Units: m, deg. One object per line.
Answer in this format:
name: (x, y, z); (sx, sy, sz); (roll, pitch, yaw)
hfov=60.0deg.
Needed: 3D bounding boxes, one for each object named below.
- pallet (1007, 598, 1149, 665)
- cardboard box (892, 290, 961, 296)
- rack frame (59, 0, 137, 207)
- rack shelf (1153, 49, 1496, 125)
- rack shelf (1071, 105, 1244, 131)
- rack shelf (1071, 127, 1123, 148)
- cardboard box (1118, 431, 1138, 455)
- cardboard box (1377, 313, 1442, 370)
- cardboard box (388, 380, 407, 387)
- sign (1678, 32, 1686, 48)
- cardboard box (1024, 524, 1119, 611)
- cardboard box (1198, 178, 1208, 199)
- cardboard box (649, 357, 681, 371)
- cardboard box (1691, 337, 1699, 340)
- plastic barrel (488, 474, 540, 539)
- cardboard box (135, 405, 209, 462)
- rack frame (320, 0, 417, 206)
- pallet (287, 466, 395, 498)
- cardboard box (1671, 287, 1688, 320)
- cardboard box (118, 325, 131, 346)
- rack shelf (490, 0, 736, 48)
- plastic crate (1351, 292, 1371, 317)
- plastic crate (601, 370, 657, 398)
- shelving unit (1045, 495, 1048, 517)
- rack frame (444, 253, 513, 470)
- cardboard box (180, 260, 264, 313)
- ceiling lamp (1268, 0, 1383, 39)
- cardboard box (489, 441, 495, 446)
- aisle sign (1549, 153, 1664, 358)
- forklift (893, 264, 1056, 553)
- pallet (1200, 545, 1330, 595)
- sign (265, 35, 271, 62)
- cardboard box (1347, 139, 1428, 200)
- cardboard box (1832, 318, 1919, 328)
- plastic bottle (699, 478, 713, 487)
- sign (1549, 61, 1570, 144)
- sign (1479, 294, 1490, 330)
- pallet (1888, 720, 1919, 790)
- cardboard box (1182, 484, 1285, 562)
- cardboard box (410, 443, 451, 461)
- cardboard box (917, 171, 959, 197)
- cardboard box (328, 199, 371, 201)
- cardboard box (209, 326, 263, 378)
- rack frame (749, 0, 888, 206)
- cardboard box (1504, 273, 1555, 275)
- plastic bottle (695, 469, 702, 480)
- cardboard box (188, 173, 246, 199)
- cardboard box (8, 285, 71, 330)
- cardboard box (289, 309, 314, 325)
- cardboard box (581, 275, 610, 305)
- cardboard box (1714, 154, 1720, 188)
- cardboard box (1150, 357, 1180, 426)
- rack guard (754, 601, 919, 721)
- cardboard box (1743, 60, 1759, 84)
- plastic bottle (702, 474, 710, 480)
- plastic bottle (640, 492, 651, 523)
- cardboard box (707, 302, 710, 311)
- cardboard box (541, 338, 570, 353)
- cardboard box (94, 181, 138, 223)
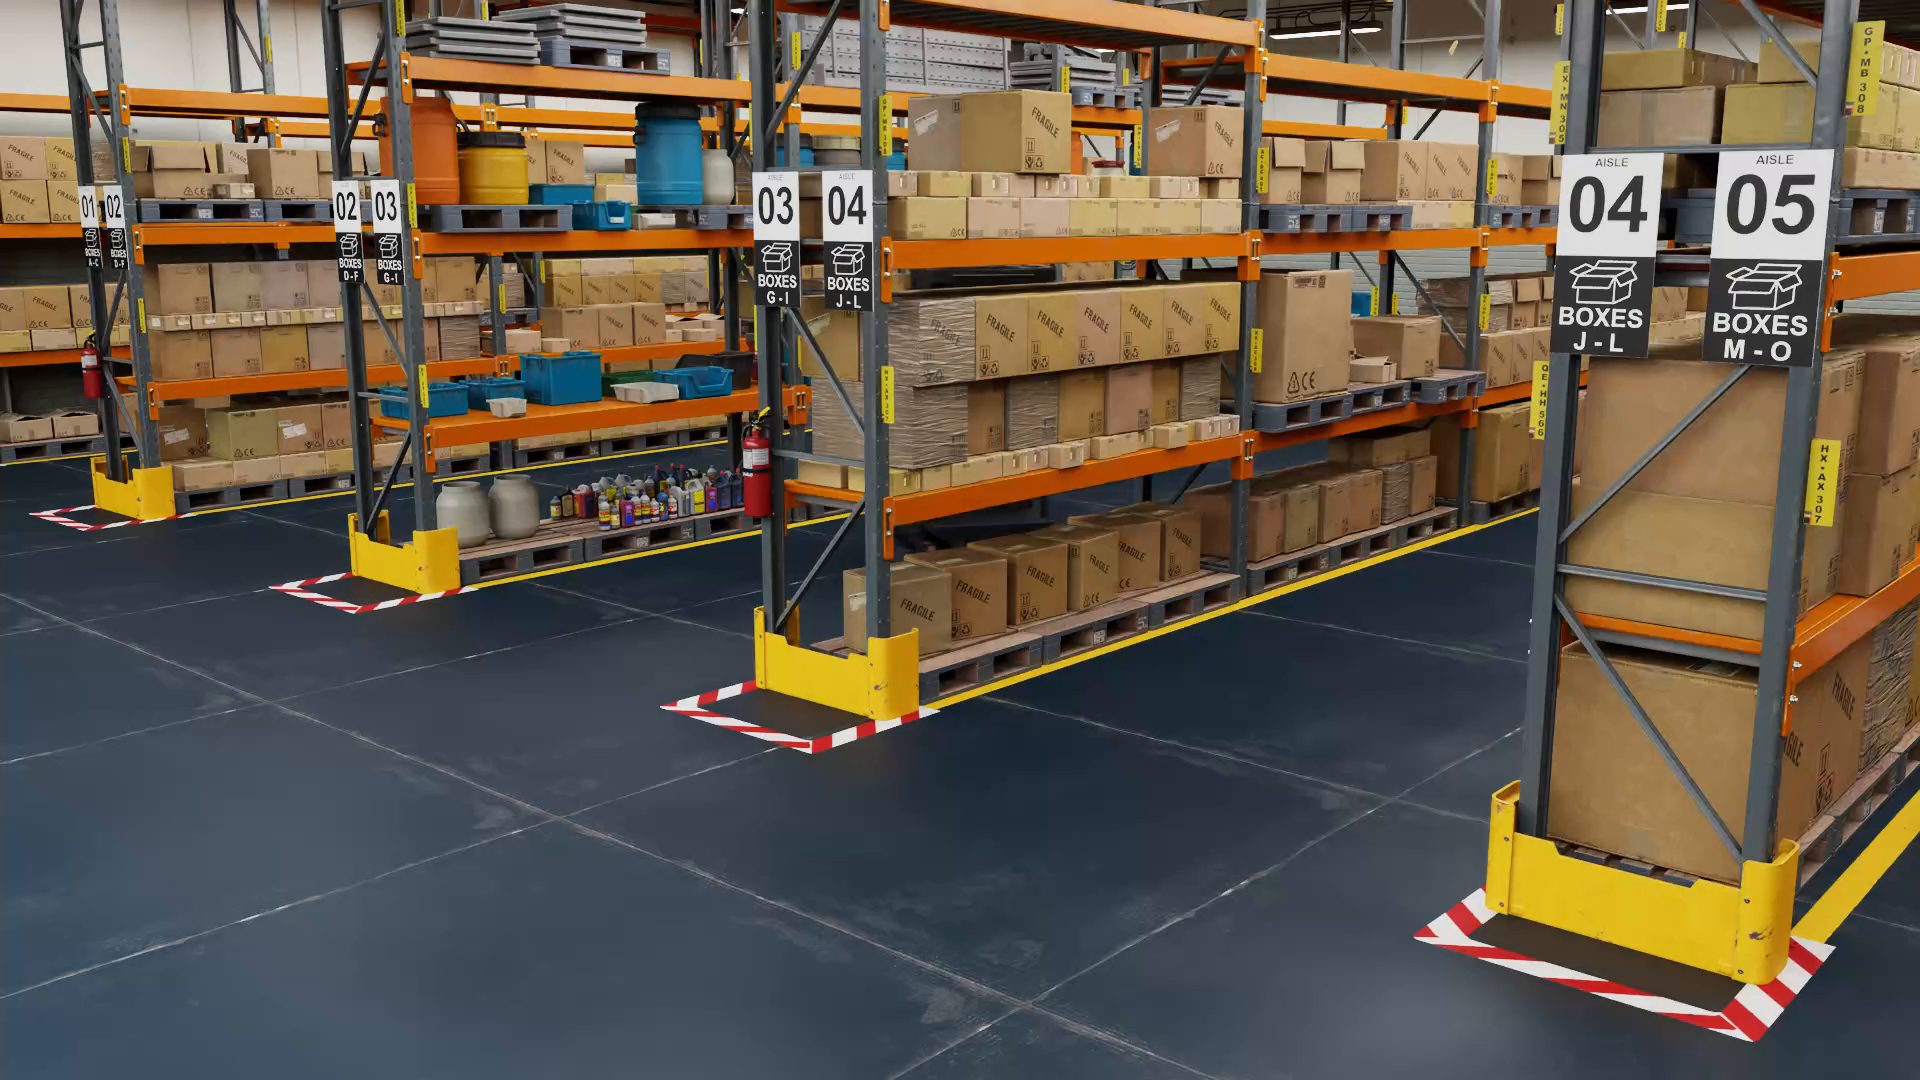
pallet: (0.593, 0.581, 11.801); (1.003, 0.211, 1.213); (10, 15, 40)
cardboard box: (-0.322, -1.354, 10.803); (0.500, 0.500, 0.500); (10, 15, 40)
rack frame: (-8.264, -4.705, 15.830); (1.000, 3.000, 0.127); (10, 15, 40)
rack shelf: (3.135, -3.757, 13.944); (1.077, 0.370, 4.000); (10, 15, 40)
rack shelf: (2.055, -4.986, 20.097); (1.077, 0.370, 4.000); (10, 15, 40)
rack shelf: (0.977, -6.410, 26.213); (1.077, 0.370, 4.000); (10, 15, 40)
cardboard box: (1.031, -0.700, 11.736); (0.380, 0.149, 0.250); (10, 15, 40)
cardboard box: (4.129, -1.829, 15.421); (0.500, 0.500, 0.500); (8, 14, 33)
cardboard box: (-8.204, -2.244, 24.085); (0.700, 0.500, 0.500); (10, 15, 41)
sign: (9.323, -6.386, 21.457); (0.100, 0.325, 0.005); (10, 15, 40)
cardboard box: (0.798, 0.190, 11.949); (0.500, 0.500, 0.500); (8, 14, 35)
cardboard box: (1.572, -2.550, 12.066); (0.380, 0.149, 0.250); (10, 15, 41)
cardboard box: (-4.983, -3.076, 27.411); (0.750, 0.750, 0.750); (10, 15, 42)
cardboard box: (8.739, -2.392, 20.211); (0.380, 0.149, 0.250); (10, 15, 41)
plastic barrel: (-3.838, -0.288, 14.314); (0.421, 0.512, 0.421); (0, 11, 0)
cardboard box: (-8.134, -1.106, 17.160); (0.500, 0.500, 0.500); (10, 15, 40)
rack frame: (-4.546, -4.064, 12.621); (1.000, 3.000, 0.127); (10, 15, 40)
pallet: (-6.986, -0.692, 18.176); (1.003, 0.211, 1.213); (10, 15, 40)
cardboard box: (8.275, -2.873, 19.685); (0.500, 0.500, 0.500); (9, 15, 39)
cardboard box: (-10.419, -2.596, 20.922); (0.500, 0.250, 0.500); (10, 15, 41)
rack shelf: (-5.387, -8.093, 26.145); (1.077, 0.370, 4.000); (10, 15, 40)
plastic crate: (5.935, -3.449, 24.617); (0.616, 0.435, 0.499); (10, 15, 40)
plastic crate: (-3.014, -1.443, 15.358); (0.450, 0.188, 0.662); (10, 15, 40)
shelving unit: (0.599, -0.794, 16.163); (0.503, 1.200, 0.258); (-1, 11, -3)
rack frame: (-5.624, -2.351, 19.364); (1.000, 3.000, 0.127); (10, 15, 40)
cardboard box: (-7.569, -2.601, 17.046); (0.700, 0.500, 0.500); (9, 15, 39)
ceiling lamp: (5.946, -9.992, 27.399); (2.000, 3.185, 0.800); (10, 15, 40)
cardboard box: (-5.568, -1.307, 20.085); (0.500, 0.250, 0.500); (10, 15, 40)
aisle sign: (2.561, -1.129, 6.604); (0.394, 0.787, 0.004); (10, 15, 40)
forklift: (0.170, -1.306, 14.307); (1.130, 2.935, 3.031); (-3, 12, -13)
pallet: (2.328, 0.183, 13.796); (1.003, 0.211, 1.213); (10, 15, 40)
sign: (-8.952, -6.357, 21.516); (0.100, 0.325, 0.005); (10, 15, 40)
cardboard box: (3.660, -3.173, 14.290); (0.500, 0.500, 0.500); (10, 15, 41)
cardboard box: (4.929, -0.871, 8.813); (0.875, 0.550, 0.550); (10, 15, 40)
plastic bottle: (-2.369, -0.446, 15.654); (0.152, 0.276, 0.135); (10, 15, 40)
sign: (2.435, -1.764, 6.706); (0.100, 0.325, 0.005); (10, 15, 40)
sign: (4.869, -2.119, 15.445); (0.100, 0.325, 0.005); (10, 15, 40)
pallet: (4.913, 1.055, 9.427); (1.003, 0.211, 1.213); (10, 15, 40)
cardboard box: (2.236, -0.147, 13.589); (0.700, 0.500, 0.500); (8, 14, 36)
cardboard box: (-6.103, -1.040, 18.747); (0.500, 0.250, 0.500); (10, 15, 40)
cardboard box: (-0.226, -2.111, 9.866); (0.380, 0.149, 0.250); (10, 15, 42)
cardboard box: (-8.520, -4.785, 23.046); (0.500, 0.311, 0.500); (10, 15, 42)
cardboard box: (-7.604, -1.957, 17.133); (0.700, 0.500, 0.500); (10, 15, 42)
rack frame: (-0.826, -3.423, 9.415); (1.000, 3.000, 0.127); (10, 15, 40)
cardboard box: (6.218, -2.593, 17.760); (0.797, 0.503, 0.637); (10, 15, 41)
plastic bottle: (-2.558, -0.539, 16.103); (0.061, 0.283, 0.133); (10, 15, 40)
cardboard box: (-7.702, -3.638, 17.103); (0.500, 0.250, 0.500); (10, 15, 40)
cardboard box: (-11.113, -2.810, 20.075); (0.500, 0.500, 0.500); (10, 15, 41)
cardboard box: (-6.995, -2.350, 17.444); (0.380, 0.149, 0.250); (10, 15, 40)
cardboard box: (-5.842, -3.899, 26.045); (0.500, 0.500, 0.500); (10, 15, 42)
cardboard box: (3.134, -1.596, 7.236); (0.380, 0.149, 0.250); (10, 15, 41)
cardboard box: (1.115, -1.138, 12.273); (0.875, 0.500, 0.500); (10, 15, 40)
rack guard: (-0.775, 0.733, 10.303); (1.175, 0.500, 0.348); (10, 15, 40)
cardboard box: (3.306, -2.025, 7.350); (0.380, 0.149, 0.250); (10, 15, 41)
plastic bottle: (-2.512, -0.549, 16.360); (0.097, 0.201, 0.097); (0, 11, 0)
plastic bottle: (-2.823, -0.291, 14.893); (0.097, 0.271, 0.097); (0, 11, 0)
cardboard box: (-4.226, -3.928, 27.850); (0.380, 0.149, 0.250); (10, 15, 41)
cardboard box: (-4.886, -2.332, 19.909); (0.380, 0.149, 0.250); (10, 15, 40)
cardboard box: (-10.521, -4.182, 20.566); (0.500, 0.500, 0.500); (11, 16, 44)
